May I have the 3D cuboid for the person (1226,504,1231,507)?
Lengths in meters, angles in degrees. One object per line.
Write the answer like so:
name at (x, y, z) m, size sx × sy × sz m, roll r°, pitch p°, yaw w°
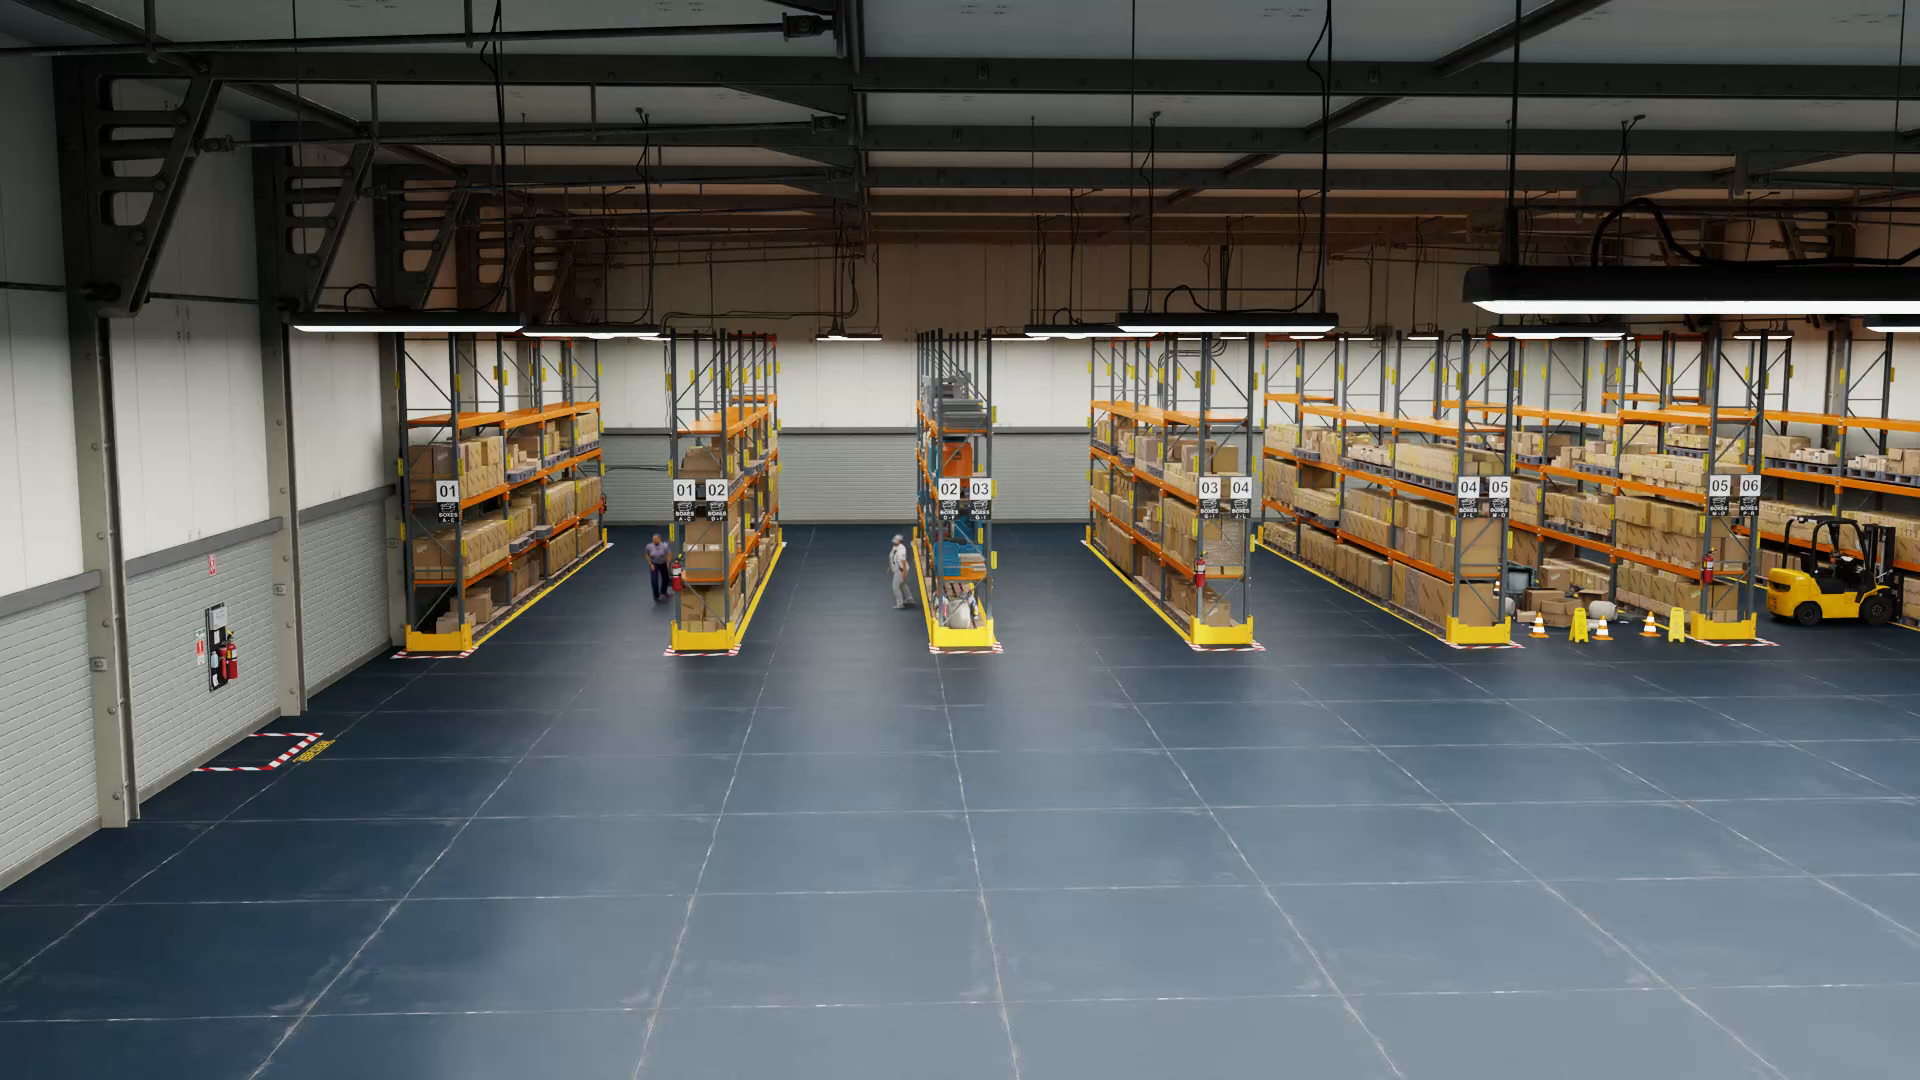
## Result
person at (8.098, -0.907, 49.562) m, size 0.610 × 1.701 × 0.680 m, roll 3°, pitch 7°, yaw 24°

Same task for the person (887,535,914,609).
person at (-1.266, 0.654, 36.313) m, size 0.669 × 1.597 × 0.804 m, roll -2°, pitch 7°, yaw -20°

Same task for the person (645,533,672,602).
person at (-6.722, 0.599, 37.084) m, size 0.609 × 1.536 × 0.783 m, roll -2°, pitch 7°, yaw -17°
